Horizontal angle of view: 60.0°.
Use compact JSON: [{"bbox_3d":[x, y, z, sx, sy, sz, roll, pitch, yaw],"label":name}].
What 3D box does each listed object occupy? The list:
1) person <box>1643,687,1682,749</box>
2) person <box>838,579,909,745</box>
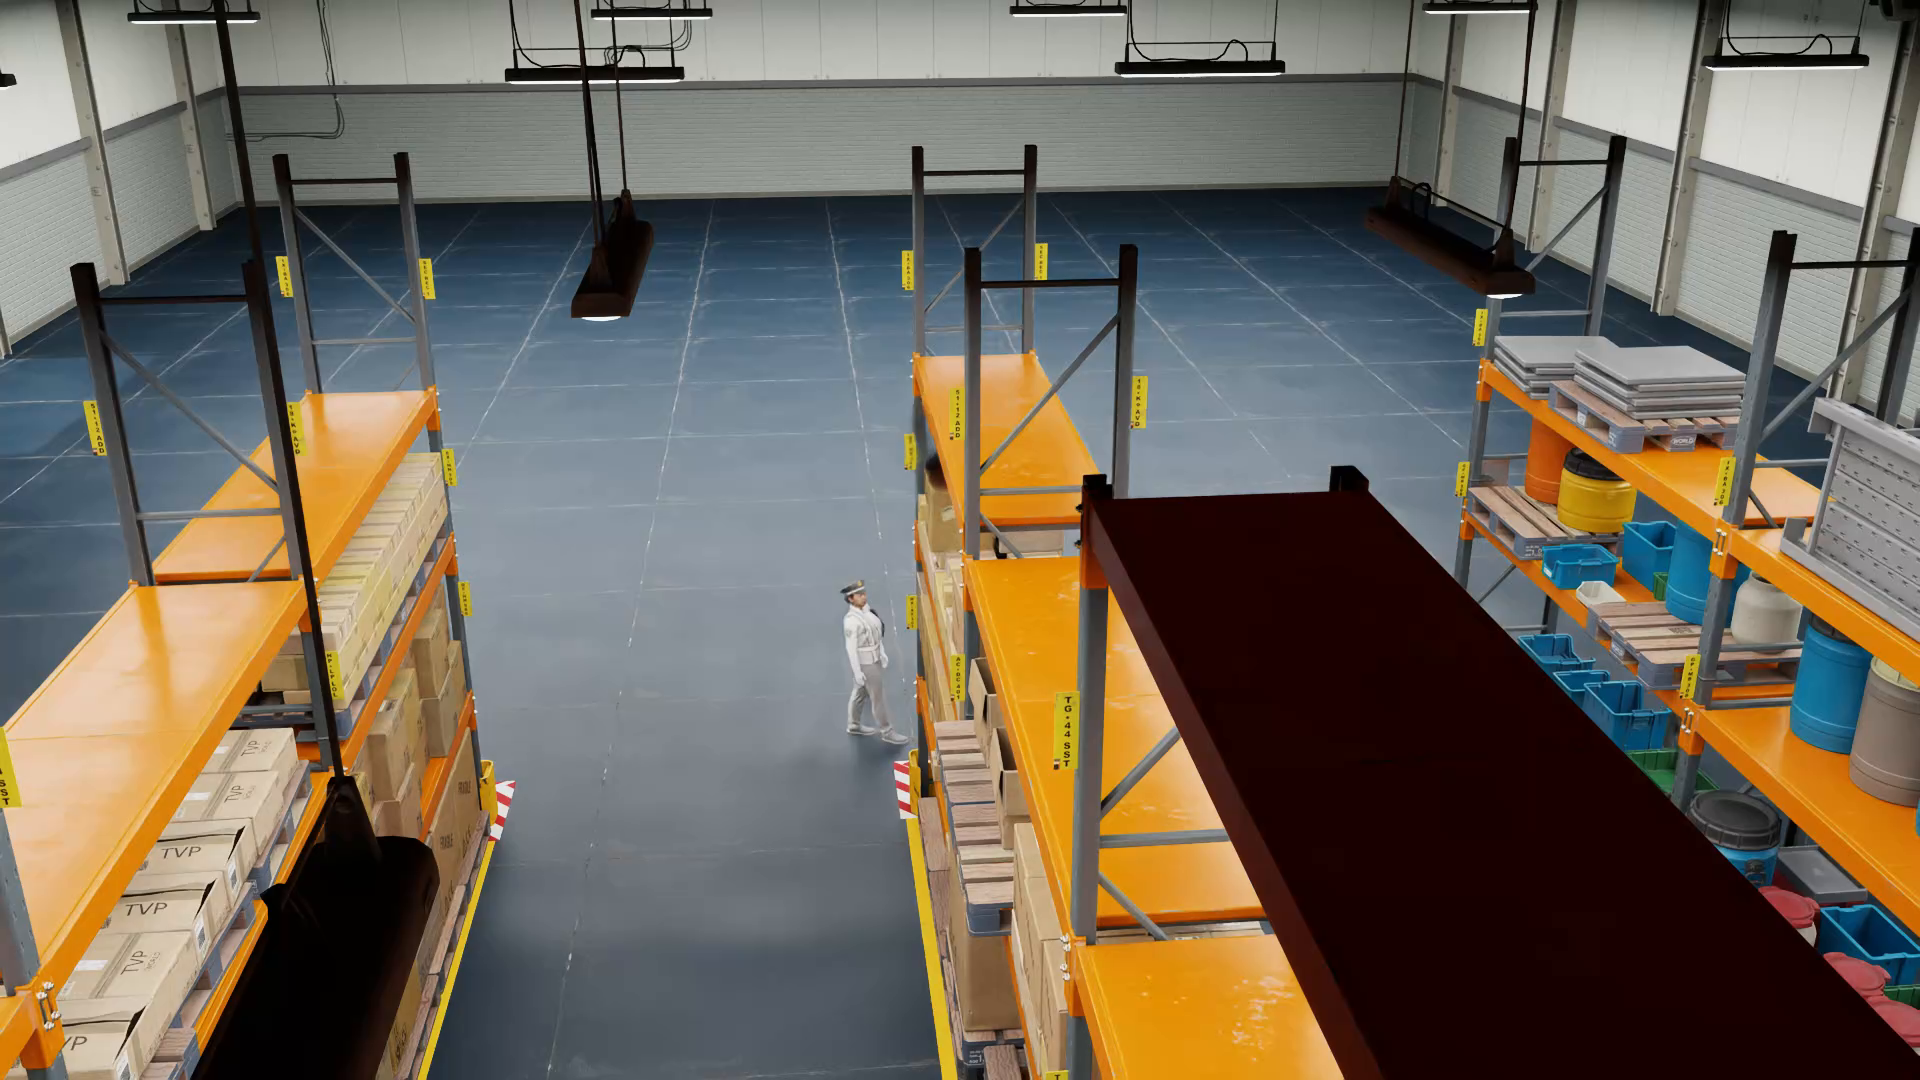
[{"bbox_3d":[6.771,1.488,15.736,0.553,1.664,0.613,8,23,19],"label":"person"},{"bbox_3d":[-0.848,1.194,16.373,0.678,1.680,0.528,0,22,0],"label":"person"}]
